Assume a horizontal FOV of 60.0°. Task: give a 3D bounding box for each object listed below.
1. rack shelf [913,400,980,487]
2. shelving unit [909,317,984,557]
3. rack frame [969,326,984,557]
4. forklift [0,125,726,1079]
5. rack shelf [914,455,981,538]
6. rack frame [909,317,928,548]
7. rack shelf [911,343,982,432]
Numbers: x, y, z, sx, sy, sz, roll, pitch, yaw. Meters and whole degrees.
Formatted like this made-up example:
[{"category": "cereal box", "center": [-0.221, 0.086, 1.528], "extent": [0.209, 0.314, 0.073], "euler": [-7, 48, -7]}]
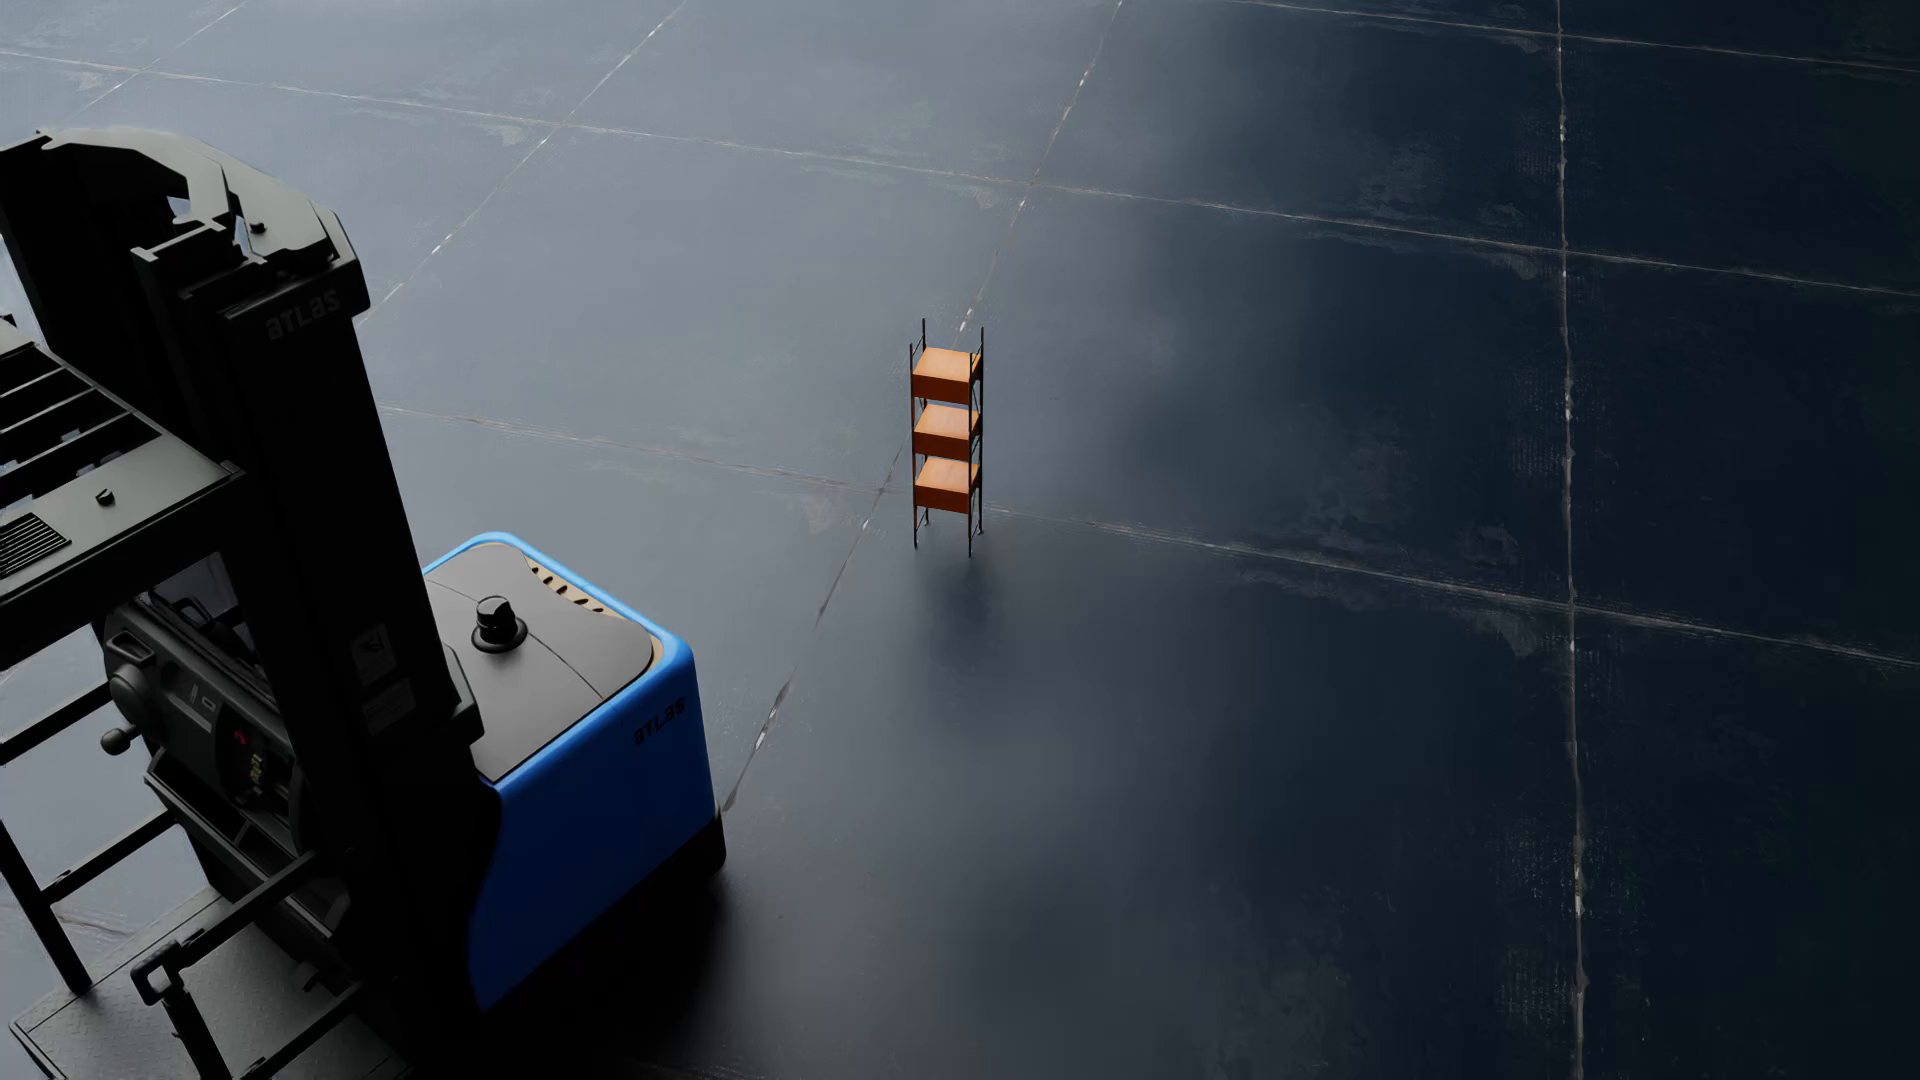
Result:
[{"category": "rack shelf", "center": [-0.052, -0.403, 6.930], "extent": [0.240, 0.259, 0.215], "euler": [10, 41, 11]}, {"category": "shelving unit", "center": [-0.052, -0.411, 6.923], "extent": [0.252, 1.050, 0.215], "euler": [10, 41, 11]}, {"category": "rack frame", "center": [0.066, -0.391, 6.899], "extent": [0.008, 1.050, 0.200], "euler": [10, 41, 11]}, {"category": "forklift", "center": [-2.135, 0.577, 4.284], "extent": [1.130, 2.935, 3.031], "euler": [27, 47, 29]}, {"category": "rack shelf", "center": [-0.052, -0.190, 7.109], "extent": [0.240, 0.259, 0.215], "euler": [10, 41, 11]}, {"category": "rack frame", "center": [-0.170, -0.431, 6.947], "extent": [0.008, 1.050, 0.200], "euler": [10, 41, 11]}, {"category": "rack shelf", "center": [-0.052, -0.620, 6.747], "extent": [0.240, 0.259, 0.215], "euler": [10, 41, 11]}]
